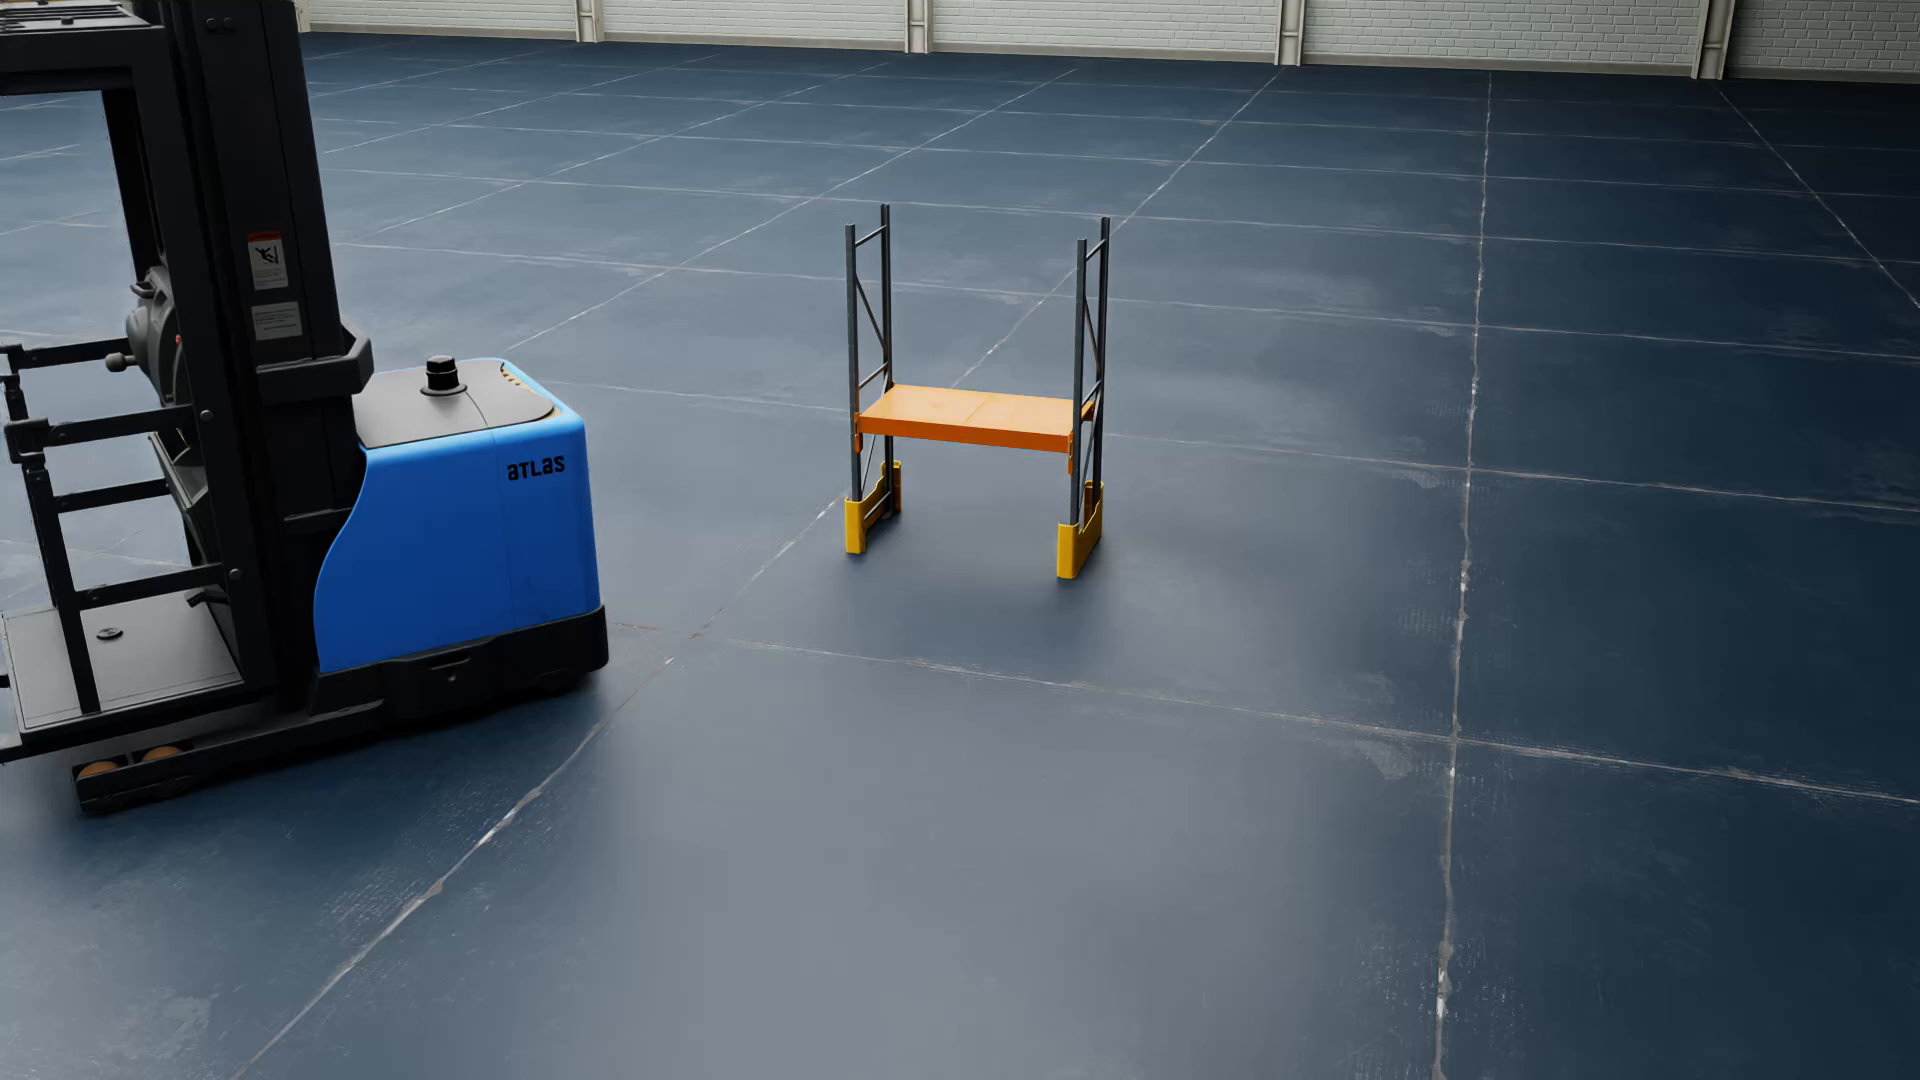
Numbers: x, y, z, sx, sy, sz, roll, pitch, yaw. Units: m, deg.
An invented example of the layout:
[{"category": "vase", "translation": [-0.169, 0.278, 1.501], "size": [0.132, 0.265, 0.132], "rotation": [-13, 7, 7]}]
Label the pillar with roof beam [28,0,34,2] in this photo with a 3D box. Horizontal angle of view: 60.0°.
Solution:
[{"category": "pillar with roof beam", "translation": [-19.147, -12.585, 26.594], "size": [0.400, 9.000, 9.100], "rotation": [7, 23, 16]}]

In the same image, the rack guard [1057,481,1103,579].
[{"category": "rack guard", "translation": [0.550, -0.053, 7.569], "size": [0.087, 0.250, 0.587], "rotation": [7, 23, 16]}]

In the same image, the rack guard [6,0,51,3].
[{"category": "rack guard", "translation": [-17.474, -9.811, 31.029], "size": [0.348, 0.500, 1.175], "rotation": [7, 23, 16]}]

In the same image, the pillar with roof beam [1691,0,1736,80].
[{"category": "pillar with roof beam", "translation": [9.574, -9.297, 18.577], "size": [0.400, 9.000, 9.100], "rotation": [7, 23, 16]}]

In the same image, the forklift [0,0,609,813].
[{"category": "forklift", "translation": [-2.884, -0.675, 5.552], "size": [3.031, 2.935, 1.130], "rotation": [-13, 26, -29]}]

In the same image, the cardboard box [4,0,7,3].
[{"category": "cardboard box", "translation": [-18.054, -10.063, 30.762], "size": [0.500, 0.250, 0.500], "rotation": [6, 23, 15]}]

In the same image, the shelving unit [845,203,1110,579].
[{"category": "shelving unit", "translation": [0.073, -0.686, 7.465], "size": [1.083, 1.500, 0.587], "rotation": [7, 23, 16]}]

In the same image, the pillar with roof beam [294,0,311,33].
[{"category": "pillar with roof beam", "translation": [-13.403, -11.928, 24.991], "size": [0.400, 9.000, 9.100], "rotation": [7, 23, 16]}]

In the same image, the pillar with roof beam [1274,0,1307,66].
[{"category": "pillar with roof beam", "translation": [3.830, -9.954, 20.180], "size": [0.400, 9.000, 9.100], "rotation": [7, 23, 16]}]

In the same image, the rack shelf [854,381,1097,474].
[{"category": "rack shelf", "translation": [0.082, -0.518, 7.531], "size": [1.000, 0.185, 0.538], "rotation": [7, 23, 16]}]

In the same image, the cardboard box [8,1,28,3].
[{"category": "cardboard box", "translation": [-17.911, -10.017, 31.308], "size": [0.500, 0.250, 0.500], "rotation": [7, 23, 16]}]

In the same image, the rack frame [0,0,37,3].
[{"category": "rack frame", "translation": [-17.497, -10.970, 30.561], "size": [0.127, 3.000, 1.000], "rotation": [7, 23, 16]}]

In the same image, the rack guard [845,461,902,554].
[{"category": "rack guard", "translation": [-0.404, -0.162, 7.835], "size": [0.087, 0.250, 0.587], "rotation": [7, 23, 16]}]

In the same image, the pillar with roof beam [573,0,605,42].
[{"category": "pillar with roof beam", "translation": [-7.659, -11.270, 23.387], "size": [0.400, 9.000, 9.100], "rotation": [7, 23, 16]}]

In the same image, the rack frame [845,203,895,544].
[{"category": "rack frame", "translation": [-0.405, -0.740, 7.598], "size": [0.032, 1.500, 0.500], "rotation": [7, 23, 16]}]

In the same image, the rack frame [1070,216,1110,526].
[{"category": "rack frame", "translation": [0.568, -0.629, 7.327], "size": [0.032, 1.500, 0.500], "rotation": [7, 23, 16]}]

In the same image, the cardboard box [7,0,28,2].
[{"category": "cardboard box", "translation": [-17.888, -10.251, 31.218], "size": [0.500, 0.250, 0.500], "rotation": [7, 23, 16]}]

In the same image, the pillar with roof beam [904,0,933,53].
[{"category": "pillar with roof beam", "translation": [-1.914, -10.612, 21.784], "size": [0.400, 9.000, 9.100], "rotation": [7, 23, 16]}]
